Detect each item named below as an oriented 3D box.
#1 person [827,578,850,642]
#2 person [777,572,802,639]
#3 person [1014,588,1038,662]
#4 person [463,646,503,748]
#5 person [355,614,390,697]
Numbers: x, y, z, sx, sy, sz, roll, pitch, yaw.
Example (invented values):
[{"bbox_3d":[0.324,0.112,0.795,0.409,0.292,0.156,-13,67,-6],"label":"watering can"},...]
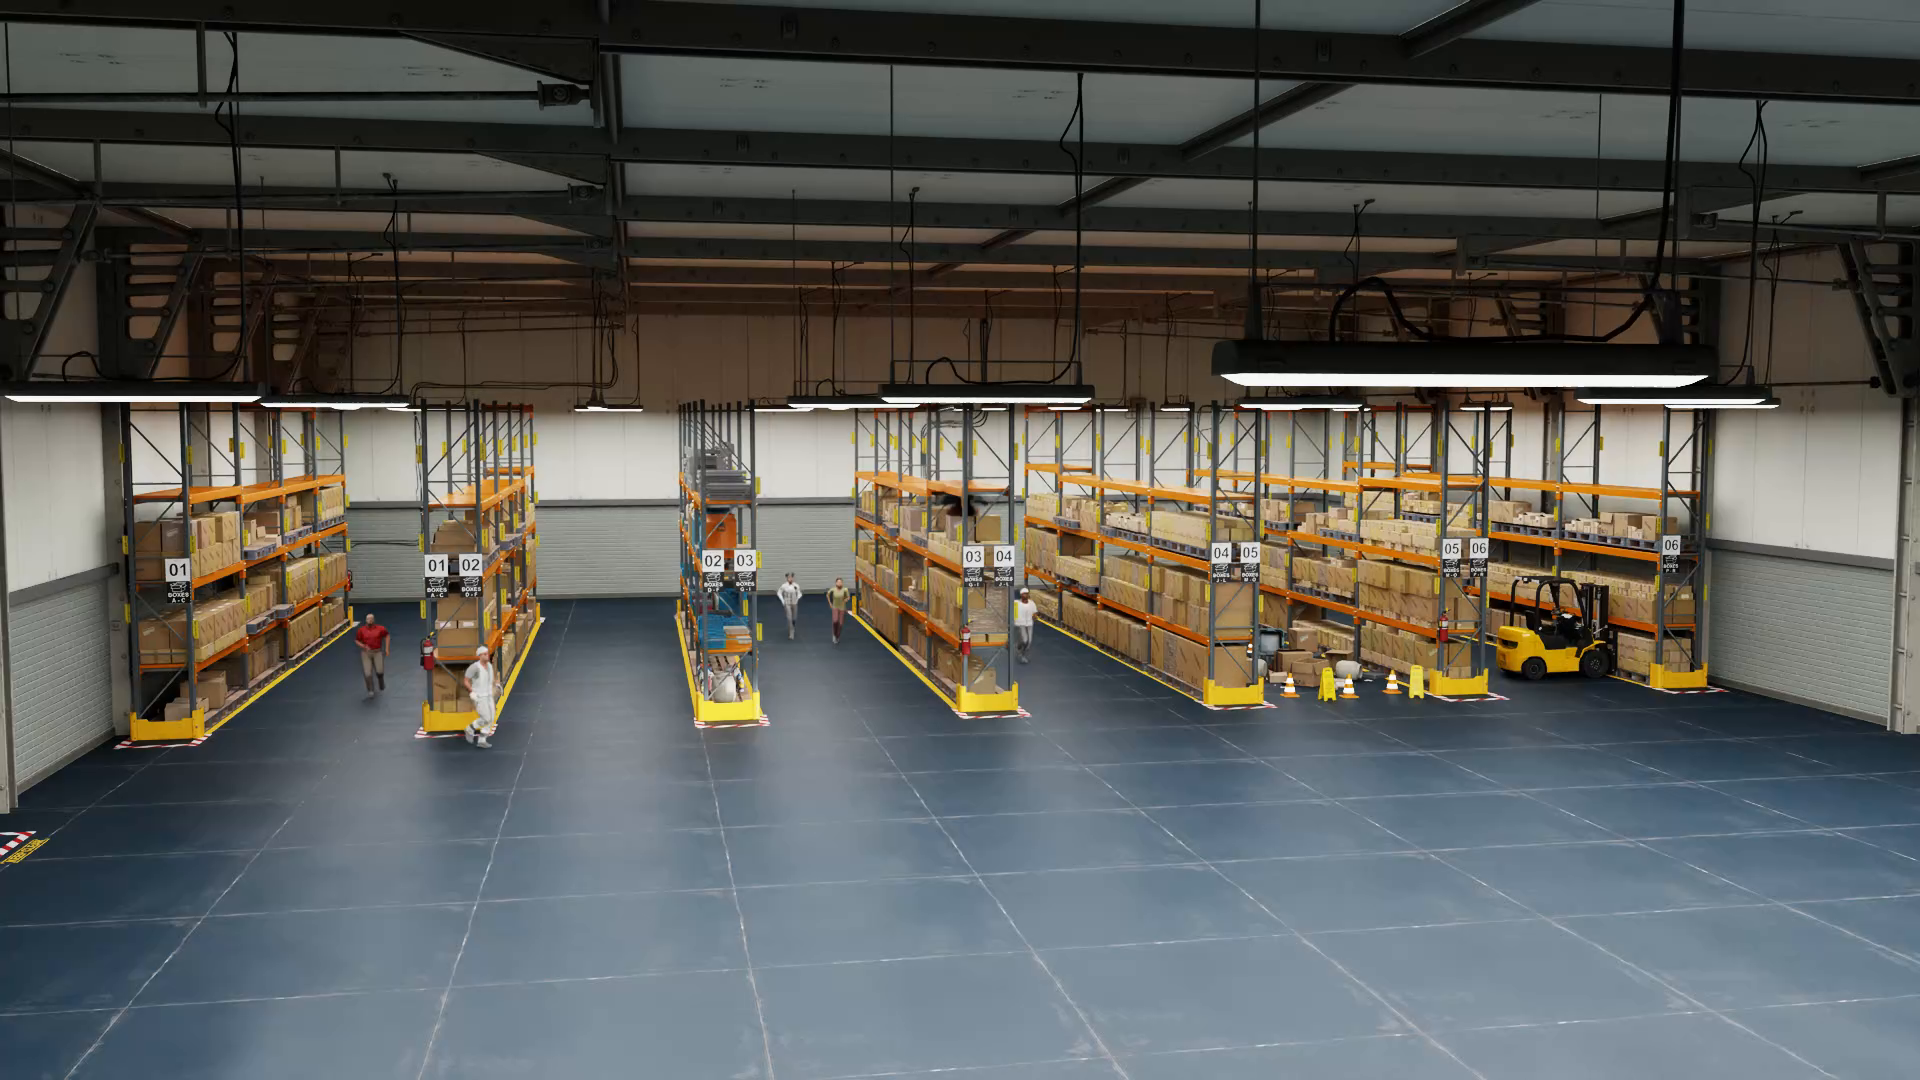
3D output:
[{"bbox_3d":[-3.030,1.755,41.635,0.573,1.615,0.656,-1,4,-11],"label":"person"},{"bbox_3d":[-4.362,1.673,42.697,0.624,1.680,0.707,-1,4,-15],"label":"person"},{"bbox_3d":[1.494,1.968,38.289,0.691,1.724,0.590,-2,5,-22],"label":"person"},{"bbox_3d":[-8.218,2.695,28.612,0.598,1.750,0.678,2,5,23],"label":"person"},{"bbox_3d":[-11.916,2.346,33.759,0.674,1.692,0.587,-2,5,-21],"label":"person"}]
